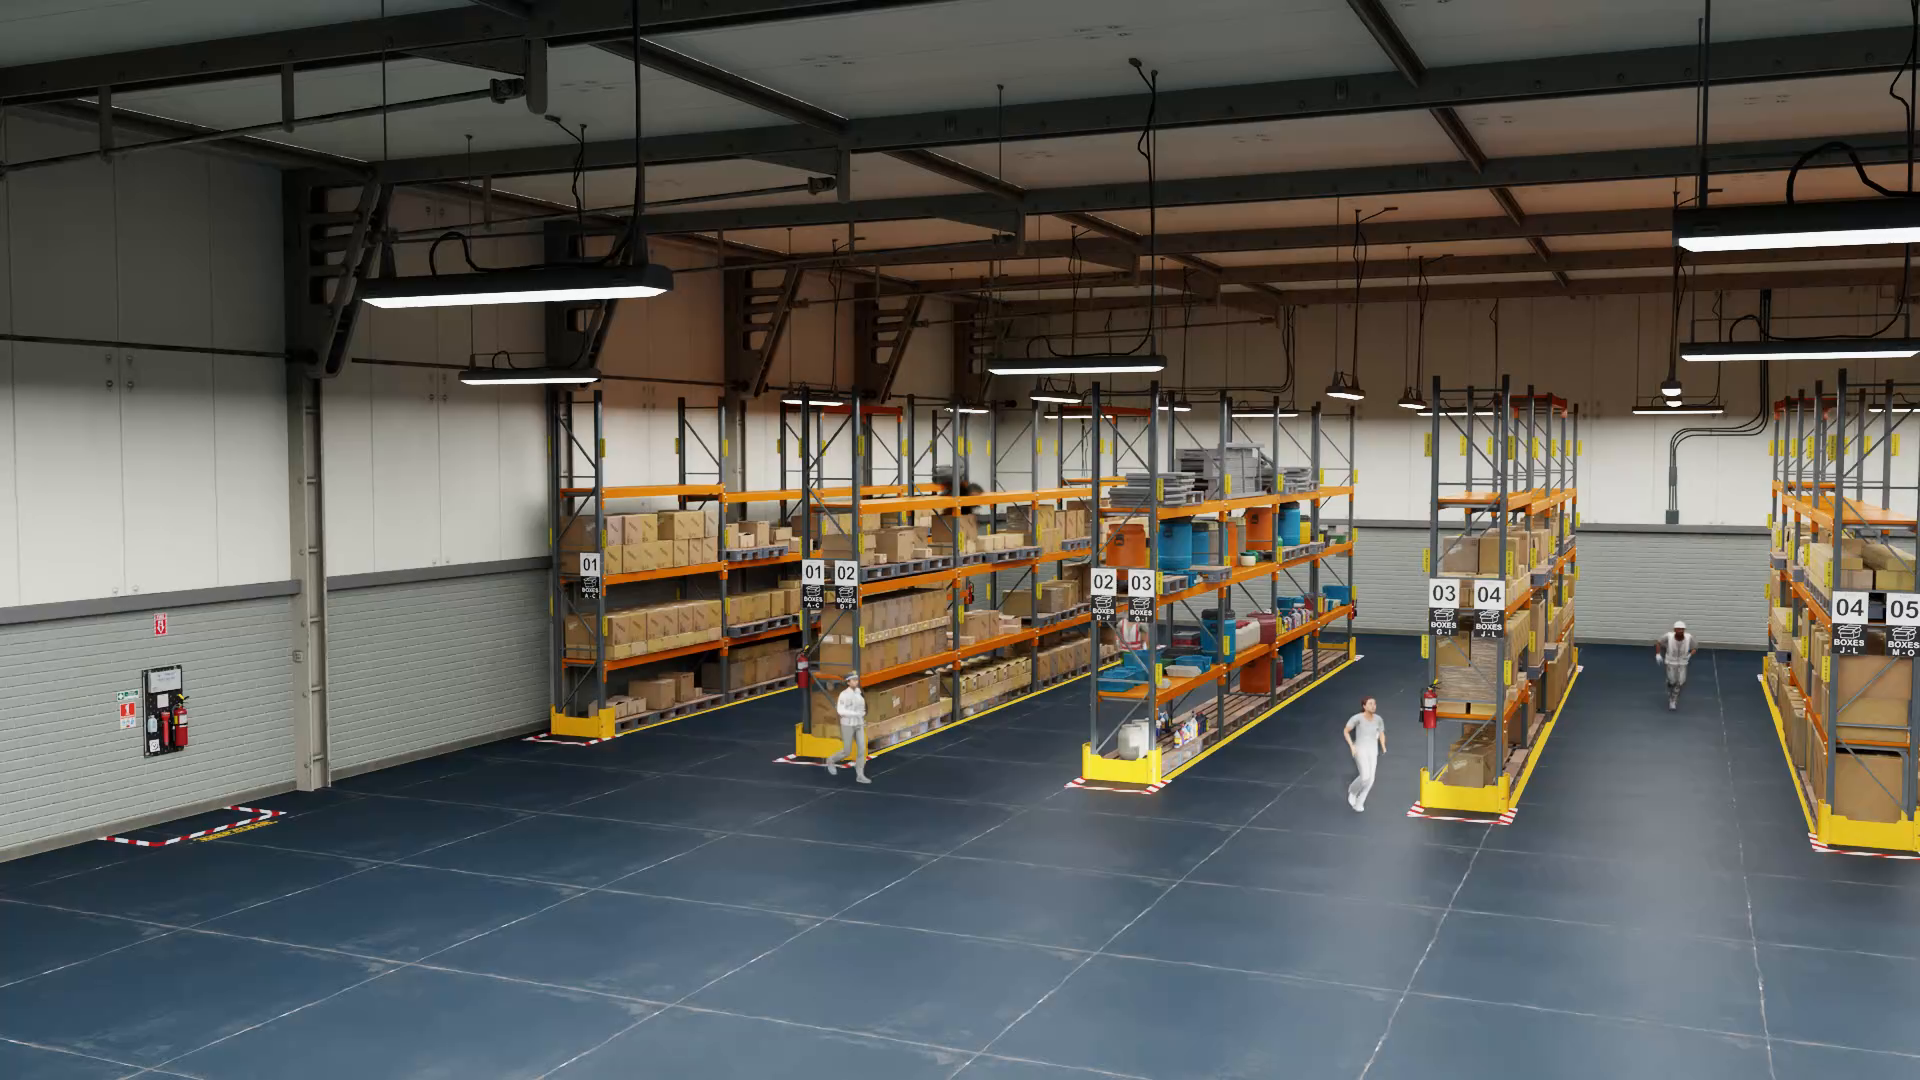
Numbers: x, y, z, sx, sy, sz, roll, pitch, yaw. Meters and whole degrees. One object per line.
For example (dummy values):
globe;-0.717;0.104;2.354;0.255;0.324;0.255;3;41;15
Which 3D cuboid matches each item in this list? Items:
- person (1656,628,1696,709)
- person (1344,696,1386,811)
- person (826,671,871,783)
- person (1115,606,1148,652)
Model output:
person;13.765;2.437;31.959;0.674;1.627;0.747;1;3;9
person;5.598;2.938;22.839;0.550;1.614;0.533;-1;3;-13
person;-1.640;2.773;24.881;0.842;1.665;0.280;3;4;40
person;3.201;2.137;31.430;0.617;1.813;0.640;1;3;20
